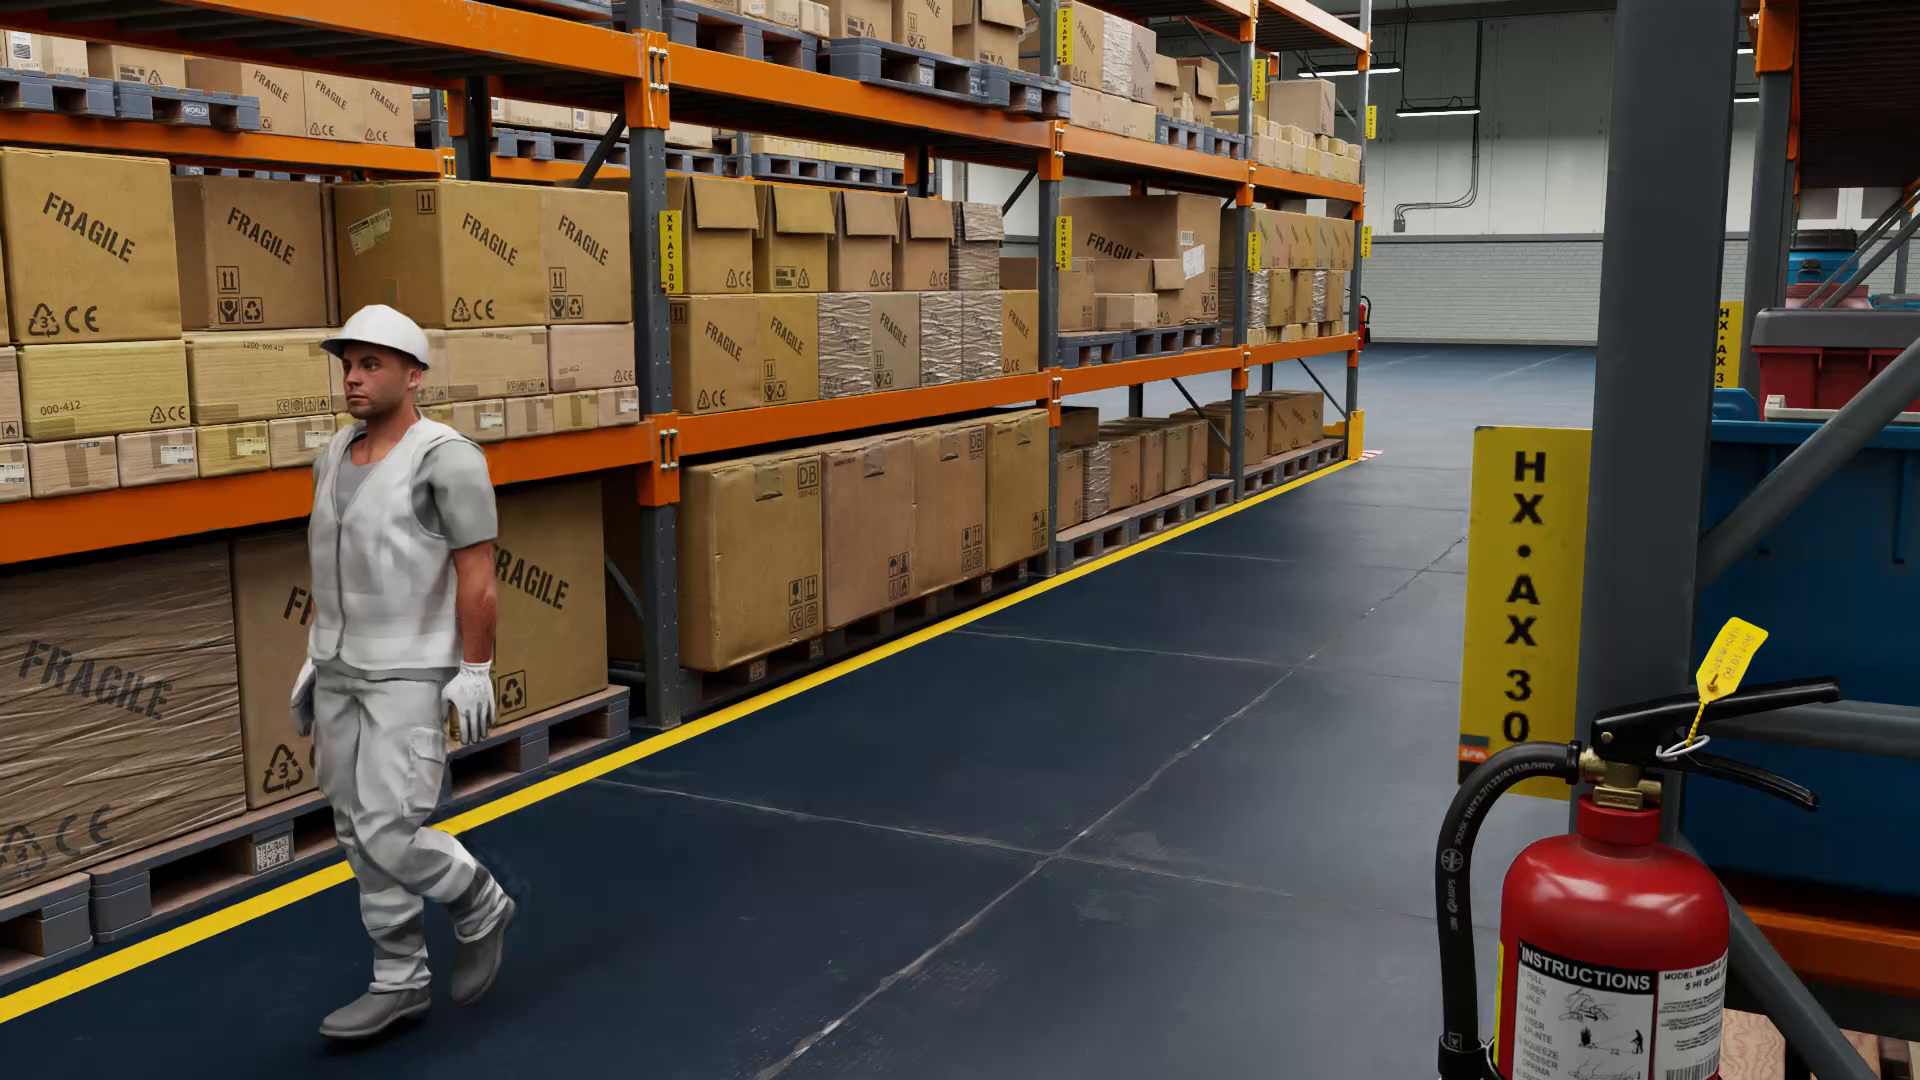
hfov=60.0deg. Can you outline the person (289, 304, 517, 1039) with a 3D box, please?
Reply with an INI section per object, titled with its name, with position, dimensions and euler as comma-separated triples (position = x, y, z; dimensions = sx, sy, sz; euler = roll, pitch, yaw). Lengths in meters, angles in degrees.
[person]
position = -1.398, 0.326, 4.056
dimensions = 0.543, 1.782, 0.464
euler = 5, 10, 29
